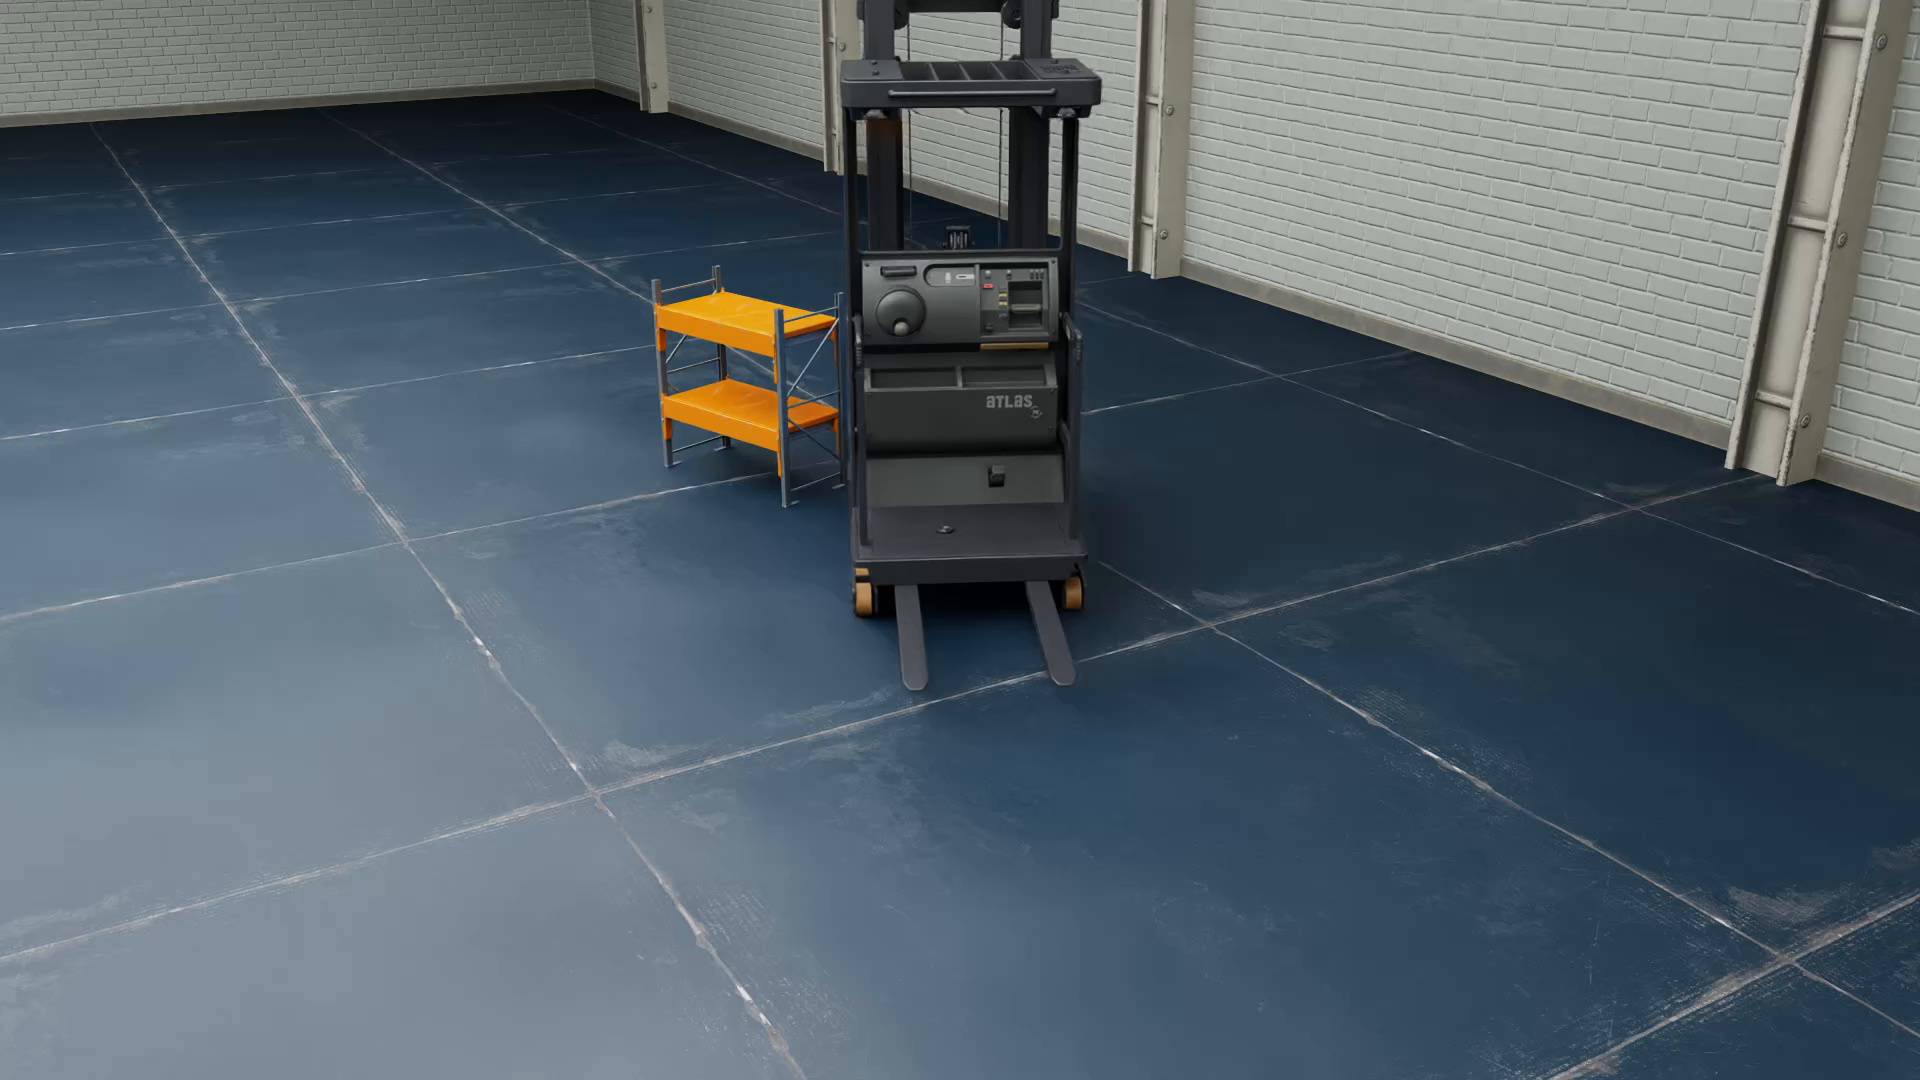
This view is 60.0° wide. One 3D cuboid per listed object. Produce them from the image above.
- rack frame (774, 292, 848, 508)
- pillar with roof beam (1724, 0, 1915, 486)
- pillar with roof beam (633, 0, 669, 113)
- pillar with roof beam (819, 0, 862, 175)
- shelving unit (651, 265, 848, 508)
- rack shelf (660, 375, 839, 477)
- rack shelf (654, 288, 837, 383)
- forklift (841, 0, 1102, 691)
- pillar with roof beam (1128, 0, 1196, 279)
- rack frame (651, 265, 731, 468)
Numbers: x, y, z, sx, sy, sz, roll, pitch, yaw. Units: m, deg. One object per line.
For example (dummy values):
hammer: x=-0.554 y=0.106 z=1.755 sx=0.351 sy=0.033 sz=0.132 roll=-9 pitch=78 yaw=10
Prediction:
rack frame: x=-0.816 y=-0.774 z=9.223 sx=0.032 sy=1.125 sz=0.500 roll=18 pitch=28 yaw=37
pillar with roof beam: x=1.072 y=-3.742 z=6.067 sx=9.100 sy=9.000 sz=0.400 roll=-13 pitch=25 yaw=-28
pillar with roof beam: x=-8.123 y=-9.569 z=20.402 sx=9.100 sy=9.000 sz=0.400 roll=-13 pitch=25 yaw=-28
pillar with roof beam: x=-5.058 y=-7.626 z=15.624 sx=9.100 sy=9.000 sz=0.400 roll=-13 pitch=25 yaw=-28
shelving unit: x=-1.199 y=-0.900 z=9.532 sx=1.048 sy=1.125 sz=0.538 roll=18 pitch=28 yaw=37
rack shelf: x=-1.199 y=-0.673 z=9.624 sx=1.000 sy=0.278 sz=0.538 roll=18 pitch=28 yaw=37
rack shelf: x=-1.199 y=-1.171 z=9.422 sx=1.000 sy=0.278 sz=0.538 roll=18 pitch=28 yaw=37
forklift: x=0.022 y=-1.122 z=7.680 sx=1.130 sy=2.935 sz=3.031 roll=-2 pitch=22 yaw=-4
pillar with roof beam: x=-1.993 y=-5.684 z=10.845 sx=9.100 sy=9.000 sz=0.400 roll=-13 pitch=25 yaw=-28
rack frame: x=-1.583 y=-1.026 z=9.841 sx=0.032 sy=1.125 sz=0.500 roll=18 pitch=28 yaw=37
